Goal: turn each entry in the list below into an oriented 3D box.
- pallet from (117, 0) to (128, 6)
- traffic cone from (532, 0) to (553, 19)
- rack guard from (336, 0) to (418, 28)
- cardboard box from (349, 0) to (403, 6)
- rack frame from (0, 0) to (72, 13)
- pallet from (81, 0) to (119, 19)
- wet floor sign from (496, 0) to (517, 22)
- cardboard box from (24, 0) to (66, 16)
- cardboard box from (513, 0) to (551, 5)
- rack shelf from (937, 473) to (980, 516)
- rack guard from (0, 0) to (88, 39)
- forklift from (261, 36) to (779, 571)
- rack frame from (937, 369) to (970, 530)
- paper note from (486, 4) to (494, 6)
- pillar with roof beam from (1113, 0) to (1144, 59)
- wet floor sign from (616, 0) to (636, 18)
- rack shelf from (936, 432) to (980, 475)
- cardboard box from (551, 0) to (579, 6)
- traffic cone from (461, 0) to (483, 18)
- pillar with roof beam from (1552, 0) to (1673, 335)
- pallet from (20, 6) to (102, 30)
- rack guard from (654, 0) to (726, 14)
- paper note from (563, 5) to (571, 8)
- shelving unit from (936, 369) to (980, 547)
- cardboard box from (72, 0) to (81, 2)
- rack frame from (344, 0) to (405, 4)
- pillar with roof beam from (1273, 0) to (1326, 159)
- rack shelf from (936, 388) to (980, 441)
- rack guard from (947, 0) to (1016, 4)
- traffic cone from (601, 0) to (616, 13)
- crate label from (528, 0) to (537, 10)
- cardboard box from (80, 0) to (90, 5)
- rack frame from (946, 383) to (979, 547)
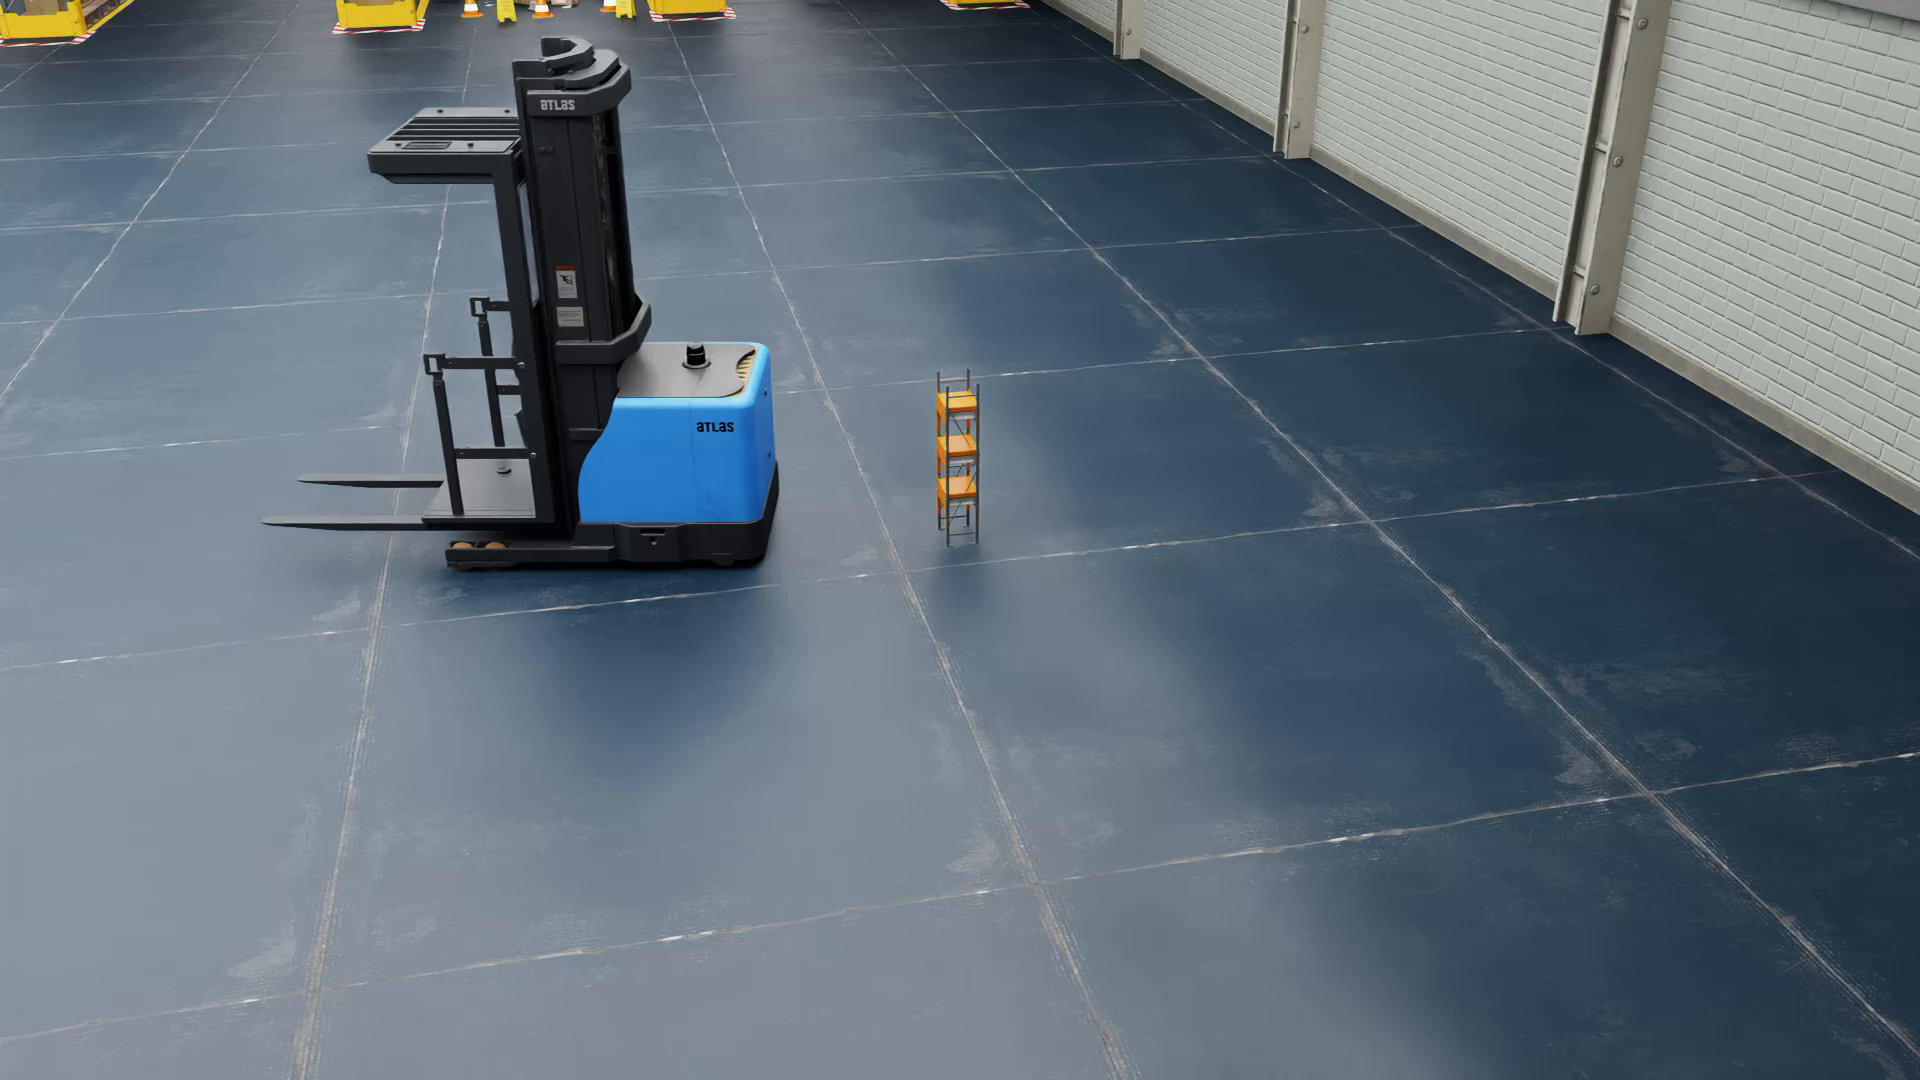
[{"bbox_3d":[-14.840,-9.324,28.489,1.003,0.211,1.213,-6,27,-12],"label":"pallet"},{"bbox_3d":[-6.828,-8.774,27.120,0.336,0.463,0.334,-6,27,-12],"label":"traffic cone"},{"bbox_3d":[-9.264,-8.437,26.411,1.175,0.500,0.348,-6,27,-12],"label":"rack guard"},{"bbox_3d":[-9.487,-9.094,26.829,0.875,0.875,0.875,-6,27,-11],"label":"cardboard box"},{"bbox_3d":[-14.125,-9.104,24.959,1.000,3.000,0.127,-6,27,-12],"label":"rack frame"},{"bbox_3d":[-14.562,-8.788,27.426,1.003,0.211,1.213,-6,27,-12],"label":"pallet"},{"bbox_3d":[-7.334,-8.701,26.772,0.267,0.644,0.232,-11,29,-20],"label":"wet floor sign"},{"bbox_3d":[-14.249,-8.452,25.974,0.500,0.500,0.500,-1,27,-2],"label":"cardboard box"},{"bbox_3d":[-7.332,-9.510,28.533,0.637,0.503,0.797,19,32,32],"label":"cardboard box"},{"bbox_3d":[-0.012,-0.235,10.190,0.215,0.259,0.240,-6,27,-12],"label":"rack shelf"},{"bbox_3d":[-14.142,-8.022,25.588,1.175,0.500,0.348,-6,27,-12],"label":"rack guard"},{"bbox_3d":[-2.678,-1.363,9.698,3.031,2.935,1.130,0,27,0],"label":"forklift"},{"bbox_3d":[-0.040,-0.546,10.166,0.200,1.050,0.008,-6,27,-12],"label":"rack frame"},{"bbox_3d":[-7.959,-9.080,28.207,0.144,0.017,0.142,3,27,6],"label":"paper note"},{"bbox_3d":[-1.755,-10.621,21.305,9.100,9.000,0.400,-6,27,-12],"label":"pillar with roof beam"},{"bbox_3d":[-5.469,-8.868,27.103,0.267,0.644,0.232,3,27,6],"label":"wet floor sign"},{"bbox_3d":[-0.012,-0.483,10.065,0.215,0.259,0.240,-6,27,-12],"label":"rack shelf"},{"bbox_3d":[-6.733,-9.208,28.328,0.380,0.149,0.250,8,28,15],"label":"cardboard box"},{"bbox_3d":[-8.006,-8.808,27.188,0.336,0.463,0.334,-6,27,-12],"label":"traffic cone"},{"bbox_3d":[0.949,-5.352,10.868,9.100,9.000,0.400,-6,27,-12],"label":"pillar with roof beam"},{"bbox_3d":[-14.290,-8.253,26.367,1.003,0.211,1.213,-6,27,-12],"label":"pallet"},{"bbox_3d":[-4.487,-9.028,27.582,1.175,0.500,0.348,-6,27,-12],"label":"rack guard"},{"bbox_3d":[-6.622,-8.998,28.043,0.148,0.019,0.142,-16,31,-29],"label":"paper note"},{"bbox_3d":[-0.012,-0.492,10.060,0.215,1.050,0.252,-6,27,-12],"label":"shelving unit"},{"bbox_3d":[-14.417,-8.711,26.487,0.500,0.500,0.500,1,27,2],"label":"cardboard box"},{"bbox_3d":[-9.269,-9.564,25.869,1.000,3.000,0.127,-6,27,-12],"label":"rack frame"},{"bbox_3d":[-0.403,-7.987,16.086,9.100,9.000,0.400,-6,27,-12],"label":"pillar with roof beam"},{"bbox_3d":[-0.012,-0.736,9.937,0.215,0.259,0.240,-6,27,-12],"label":"rack shelf"},{"bbox_3d":[0.371,-9.490,28.497,1.175,0.500,0.348,-6,27,-12],"label":"rack guard"},{"bbox_3d":[-5.823,-9.036,27.639,0.336,0.463,0.334,-6,27,-12],"label":"traffic cone"},{"bbox_3d":[-7.066,-8.967,27.864,0.250,0.136,0.298,-23,35,-38],"label":"crate label"},{"bbox_3d":[-14.540,-8.987,27.035,0.500,0.500,0.500,-3,27,-7],"label":"cardboard box"},{"bbox_3d":[0.015,-0.439,9.954,0.200,1.050,0.008,-6,27,-12],"label":"rack frame"}]
